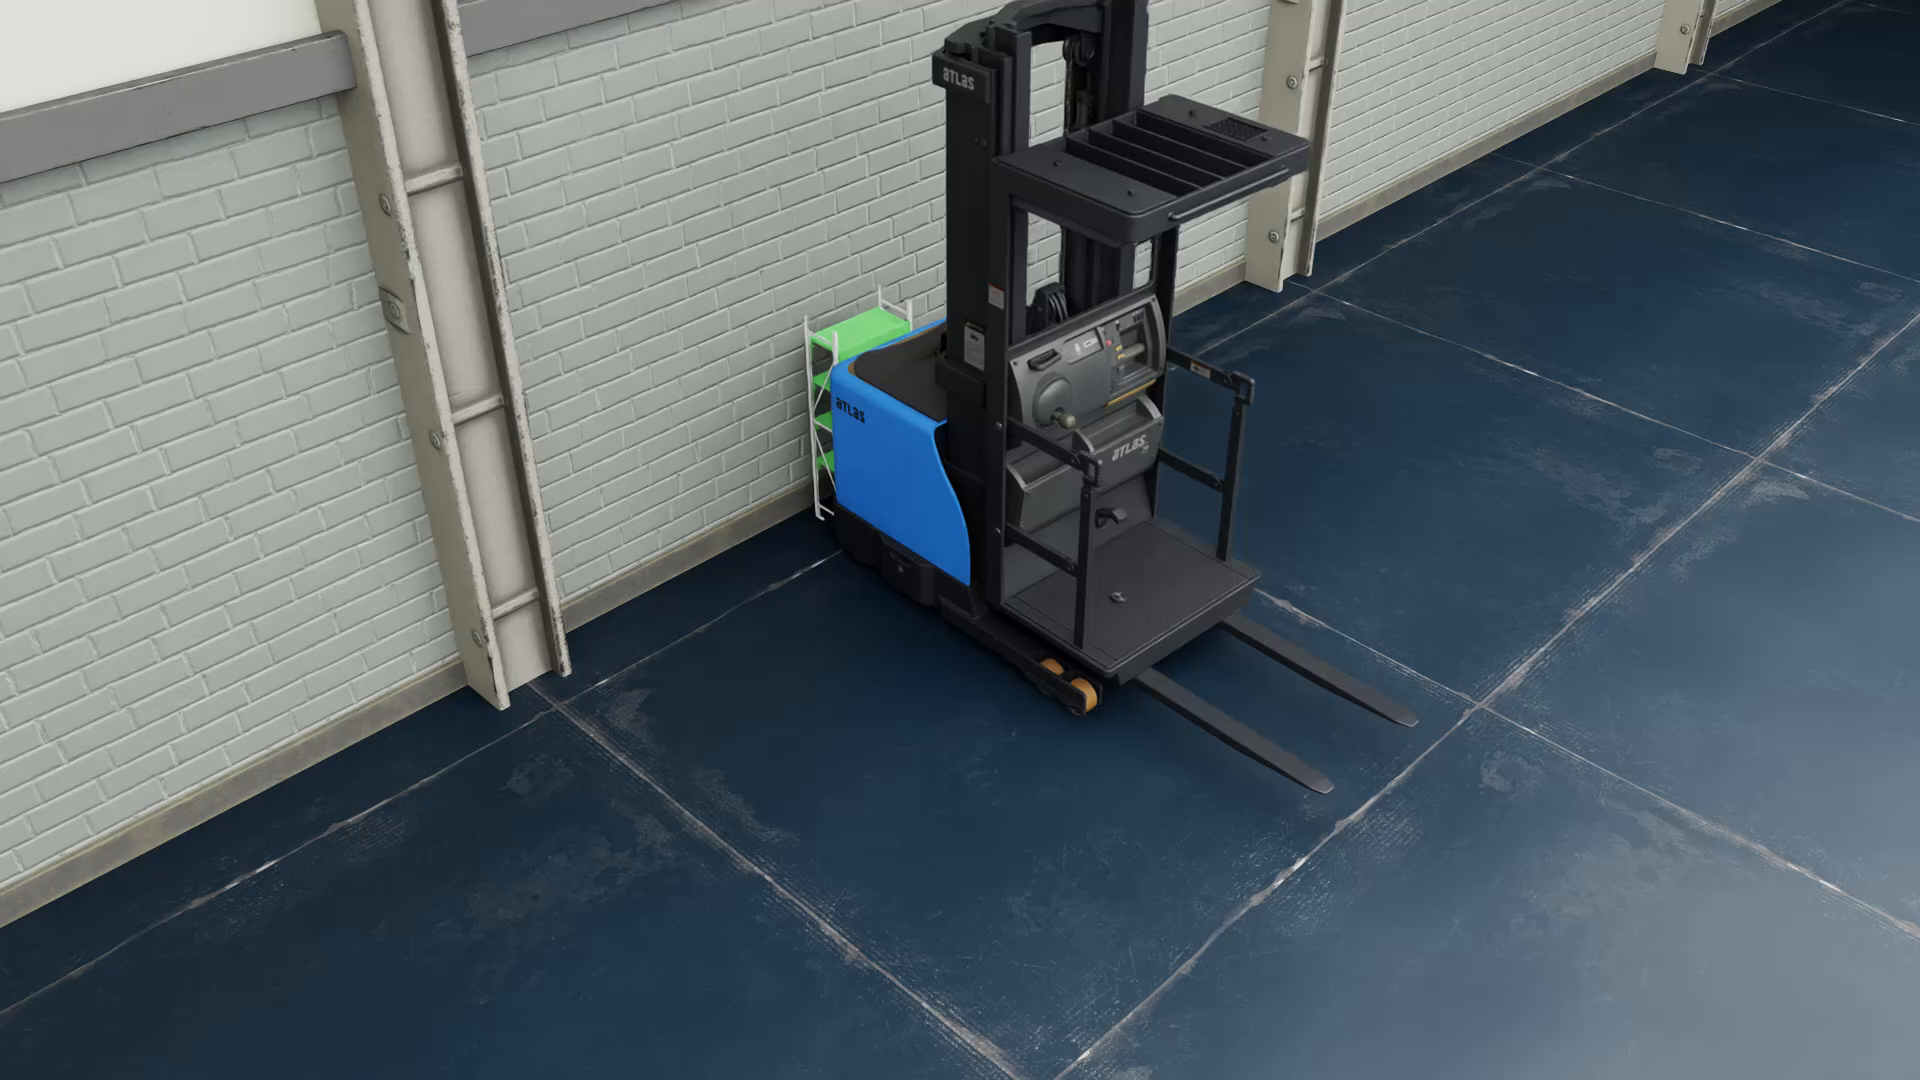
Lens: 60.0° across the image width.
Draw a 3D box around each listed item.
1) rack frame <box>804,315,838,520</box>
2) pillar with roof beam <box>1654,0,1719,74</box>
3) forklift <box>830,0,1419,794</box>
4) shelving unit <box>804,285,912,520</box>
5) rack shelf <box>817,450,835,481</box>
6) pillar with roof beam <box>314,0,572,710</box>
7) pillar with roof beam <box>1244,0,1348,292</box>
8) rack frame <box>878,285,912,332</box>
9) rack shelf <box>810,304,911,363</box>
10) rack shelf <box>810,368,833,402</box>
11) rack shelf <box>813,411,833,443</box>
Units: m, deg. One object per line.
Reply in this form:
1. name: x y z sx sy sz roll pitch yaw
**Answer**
1. rack frame: -0.686 -0.572 8.512 0.015 1.200 0.240 -28 44 -34
2. pillar with roof beam: 9.434 -6.186 9.744 9.100 9.000 0.400 30 45 35
3. forklift: 0.720 -0.737 7.235 1.130 2.935 3.031 -28 44 -34
4. shelving unit: -0.509 -0.668 8.650 0.503 1.200 0.258 -28 44 -34
5. rack shelf: -0.509 -0.419 8.824 0.480 0.148 0.258 -28 44 -34
6. pillar with roof beam: 0.979 -1.315 2.759 9.100 9.000 0.400 30 45 35
7. pillar with roof beam: 5.207 -3.750 6.252 9.100 9.000 0.400 30 45 35
8. rack frame: -0.332 -0.764 8.788 0.015 1.200 0.240 -28 44 -34
9. rack shelf: -0.509 -1.010 8.412 0.480 0.148 0.258 -28 44 -34
10. rack shelf: -0.509 -0.813 8.549 0.480 0.148 0.258 -28 44 -34
11. rack shelf: -0.509 -0.616 8.687 0.480 0.148 0.258 -28 44 -34
